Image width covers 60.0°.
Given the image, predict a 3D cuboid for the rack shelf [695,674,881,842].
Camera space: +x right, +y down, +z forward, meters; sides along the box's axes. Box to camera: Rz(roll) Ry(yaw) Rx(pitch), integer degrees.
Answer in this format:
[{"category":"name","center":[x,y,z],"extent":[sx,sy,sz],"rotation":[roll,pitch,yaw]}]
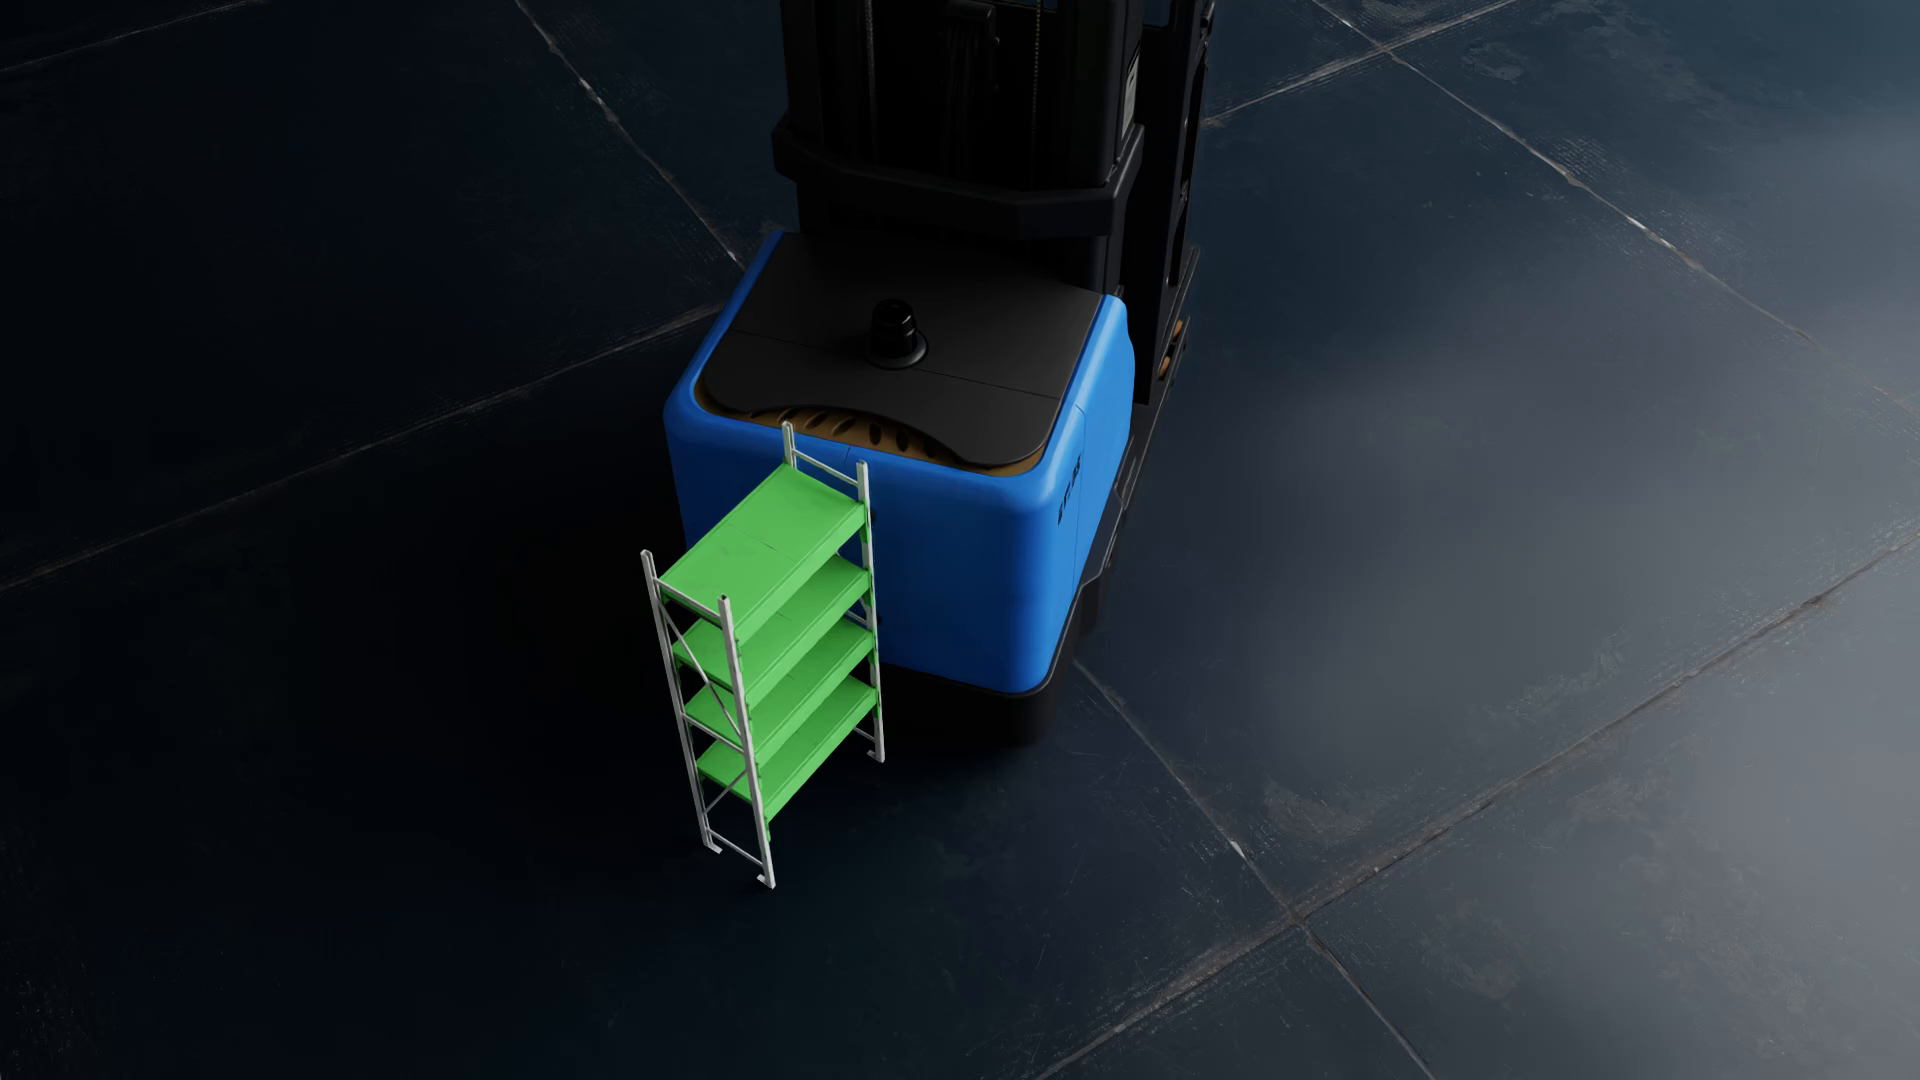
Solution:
[{"category":"rack shelf","center":[-0.454,0.527,4.384],"extent":[0.258,0.148,0.480],"rotation":[28,54,22]}]

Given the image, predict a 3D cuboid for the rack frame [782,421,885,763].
[{"category":"rack frame","center":[-0.314,0.176,4.290],"extent":[0.240,1.200,0.015],"rotation":[28,54,22]}]

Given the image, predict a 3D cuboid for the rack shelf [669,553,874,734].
[{"category":"rack shelf","center":[-0.454,0.208,4.026],"extent":[0.258,0.148,0.480],"rotation":[28,54,22]}]

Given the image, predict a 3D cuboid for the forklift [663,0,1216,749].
[{"category":"forklift","center":[0.164,-1.521,4.642],"extent":[1.130,2.935,3.031],"rotation":[13,50,11]}]

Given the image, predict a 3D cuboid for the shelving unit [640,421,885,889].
[{"category":"shelving unit","center":[-0.454,0.325,4.157],"extent":[0.258,1.200,0.503],"rotation":[28,54,22]}]

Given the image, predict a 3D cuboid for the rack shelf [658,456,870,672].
[{"category":"rack shelf","center":[-0.454,0.048,3.846],"extent":[0.258,0.148,0.480],"rotation":[28,54,22]}]

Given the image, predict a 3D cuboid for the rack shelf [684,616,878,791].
[{"category":"rack shelf","center":[-0.454,0.367,4.205],"extent":[0.258,0.148,0.480],"rotation":[28,54,22]}]

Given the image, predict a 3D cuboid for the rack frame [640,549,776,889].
[{"category":"rack frame","center":[-0.594,0.474,4.024],"extent":[0.240,1.200,0.015],"rotation":[28,54,22]}]
